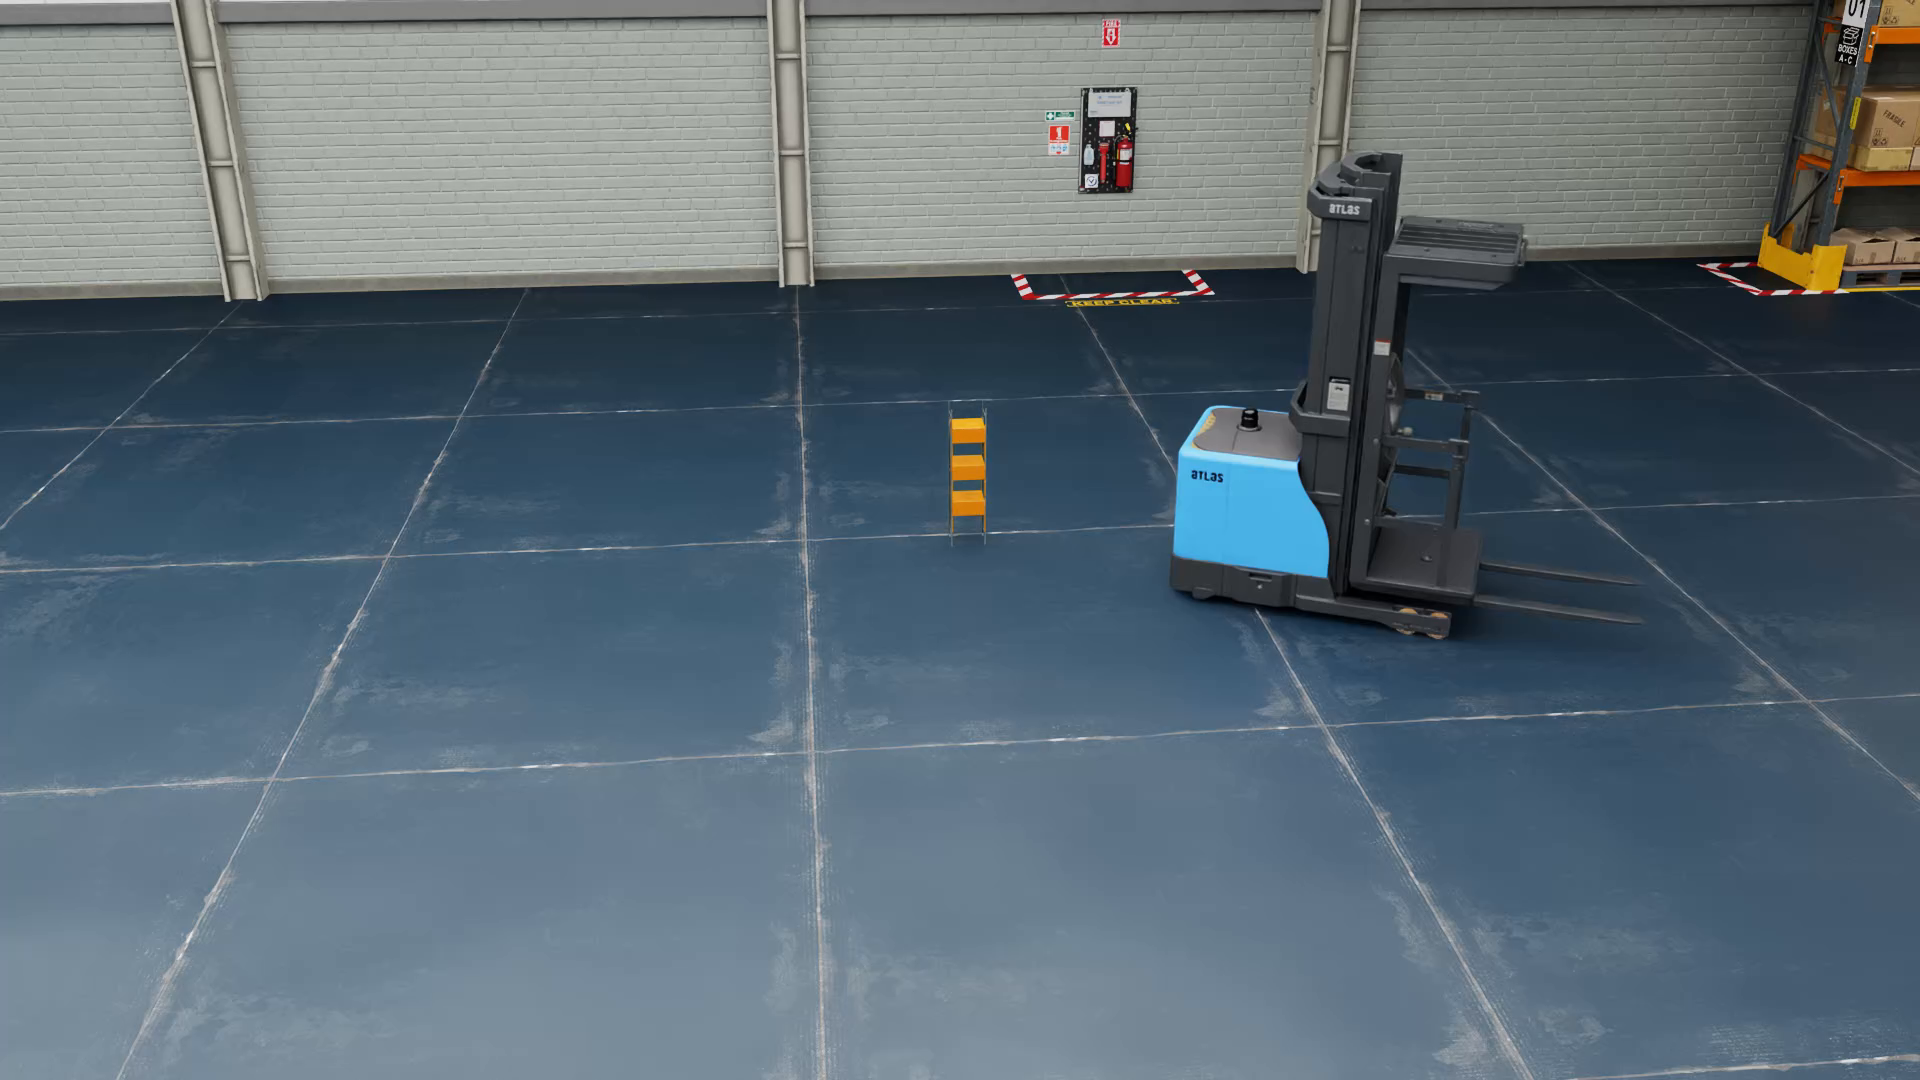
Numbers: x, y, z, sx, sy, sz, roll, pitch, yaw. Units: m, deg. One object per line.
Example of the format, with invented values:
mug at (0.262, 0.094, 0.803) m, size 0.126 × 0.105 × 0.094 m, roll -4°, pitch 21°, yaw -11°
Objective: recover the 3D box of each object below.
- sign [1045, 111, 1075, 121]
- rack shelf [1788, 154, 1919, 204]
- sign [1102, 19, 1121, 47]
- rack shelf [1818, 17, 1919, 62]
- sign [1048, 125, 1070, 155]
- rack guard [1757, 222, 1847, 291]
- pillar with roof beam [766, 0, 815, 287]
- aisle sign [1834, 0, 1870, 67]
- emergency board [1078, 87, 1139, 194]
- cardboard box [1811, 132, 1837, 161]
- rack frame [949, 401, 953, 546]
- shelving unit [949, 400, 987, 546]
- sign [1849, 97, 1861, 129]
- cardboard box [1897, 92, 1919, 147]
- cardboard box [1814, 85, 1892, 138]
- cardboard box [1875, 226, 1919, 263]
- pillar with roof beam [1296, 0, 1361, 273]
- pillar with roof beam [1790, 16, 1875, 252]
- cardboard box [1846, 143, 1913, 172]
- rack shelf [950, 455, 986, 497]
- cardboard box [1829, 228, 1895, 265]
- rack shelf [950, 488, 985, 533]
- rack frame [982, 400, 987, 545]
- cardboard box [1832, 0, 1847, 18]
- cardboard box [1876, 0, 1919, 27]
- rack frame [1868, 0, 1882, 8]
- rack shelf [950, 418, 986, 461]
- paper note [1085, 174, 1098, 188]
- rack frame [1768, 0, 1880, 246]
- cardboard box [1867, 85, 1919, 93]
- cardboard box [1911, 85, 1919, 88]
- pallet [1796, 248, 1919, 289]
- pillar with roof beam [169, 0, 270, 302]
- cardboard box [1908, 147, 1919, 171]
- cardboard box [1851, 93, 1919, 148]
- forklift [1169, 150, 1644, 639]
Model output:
sign at (1.112, -4.705, 18.445) m, size 0.331 × 0.109 × 0.001 m, roll -2°, pitch 24°, yaw -5°
rack shelf at (11.479, -4.126, 18.726) m, size 4.000 × 0.370 × 1.077 m, roll -2°, pitch 24°, yaw -5°
sign at (1.649, -5.529, 18.143) m, size 0.199 × 0.298 × 0.001 m, roll -2°, pitch 24°, yaw -5°
rack shelf at (11.479, -5.497, 18.117) m, size 4.000 × 0.370 × 1.077 m, roll -2°, pitch 24°, yaw -5°
sign at (1.106, -4.466, 18.560) m, size 0.234 × 0.329 × 0.001 m, roll -2°, pitch 24°, yaw -5°
rack guard at (9.565, -3.236, 18.915) m, size 0.348 × 0.500 × 1.175 m, roll -2°, pitch 24°, yaw -5°
pillar with roof beam at (-1.418, -5.275, 13.039) m, size 0.400 × 9.000 × 9.100 m, roll -2°, pitch 24°, yaw -5°
aisle sign at (9.447, -5.439, 17.593) m, size 0.004 × 0.787 × 0.394 m, roll -2°, pitch 24°, yaw -5°
emergency board at (1.667, -4.430, 18.524) m, size 0.643 × 1.169 × 0.194 m, roll -2°, pitch 24°, yaw -5°
cardboard box at (9.935, -4.413, 18.645) m, size 0.500 × 0.250 × 0.500 m, roll -2°, pitch 24°, yaw -4°
rack frame at (-0.068, -0.477, 12.031) m, size 0.008 × 1.050 × 0.200 m, roll -2°, pitch 24°, yaw -5°
shelving unit at (0.053, -0.482, 12.042) m, size 0.252 × 1.050 × 0.215 m, roll -2°, pitch 24°, yaw -5°
sign at (9.542, -4.551, 17.731) m, size 0.005 × 0.325 × 0.100 m, roll -2°, pitch 24°, yaw -5°
cardboard box at (10.486, -4.572, 18.079) m, size 0.500 × 0.500 × 0.500 m, roll -2°, pitch 24°, yaw -5°
cardboard box at (9.937, -4.763, 18.510) m, size 0.500 × 0.500 × 0.500 m, roll -3°, pitch 24°, yaw -6°
cardboard box at (10.754, -3.361, 18.888) m, size 0.500 × 0.311 × 0.500 m, roll 0°, pitch 24°, yaw -1°
pillar with roof beam at (4.553, -5.515, 13.577) m, size 0.400 × 9.000 × 9.100 m, roll -2°, pitch 24°, yaw -5°
pillar with roof beam at (10.524, -5.754, 14.116) m, size 0.400 × 9.000 × 9.100 m, roll -2°, pitch 24°, yaw -5°
cardboard box at (10.006, -4.207, 18.182) m, size 0.500 × 0.250 × 0.500 m, roll -3°, pitch 24°, yaw -7°
rack shelf at (0.053, -0.472, 12.046) m, size 0.240 × 0.259 × 0.215 m, roll -2°, pitch 24°, yaw -5°
cardboard box at (10.186, -3.339, 18.837) m, size 0.500 × 0.311 × 0.500 m, roll -5°, pitch 24°, yaw -11°
rack shelf at (0.053, -0.218, 12.159) m, size 0.240 × 0.259 × 0.215 m, roll -2°, pitch 24°, yaw -5°
rack frame at (0.175, -0.487, 12.053) m, size 0.008 × 1.050 × 0.200 m, roll -2°, pitch 24°, yaw -5°
cardboard box at (9.879, -5.920, 18.034) m, size 0.500 × 0.500 × 0.500 m, roll -1°, pitch 24°, yaw -1°
cardboard box at (9.846, -5.713, 17.569) m, size 0.500 × 0.500 × 0.500 m, roll -2°, pitch 24°, yaw -4°
rack frame at (9.489, -7.117, 17.182) m, size 0.127 × 3.000 × 1.000 m, roll -2°, pitch 24°, yaw -5°
rack shelf at (0.053, -0.732, 11.931) m, size 0.240 × 0.259 × 0.215 m, roll -2°, pitch 24°, yaw -5°
paper note at (1.484, -4.048, 18.749) m, size 0.142 × 0.148 × 0.016 m, roll -2°, pitch 24°, yaw -5°
rack frame at (9.489, -4.375, 18.400) m, size 0.127 × 3.000 × 1.000 m, roll -2°, pitch 24°, yaw -5°
cardboard box at (10.439, -4.779, 18.546) m, size 0.500 × 0.500 × 0.500 m, roll -2°, pitch 24°, yaw -4°
cardboard box at (10.953, -4.802, 18.597) m, size 0.500 × 0.500 × 0.500 m, roll -3°, pitch 24°, yaw -7°
pallet at (10.376, -3.122, 19.014) m, size 1.213 × 0.211 × 1.003 m, roll -2°, pitch 24°, yaw -5°
pillar with roof beam at (-7.389, -5.035, 12.500) m, size 0.400 × 9.000 × 9.100 m, roll -2°, pitch 24°, yaw -5°
cardboard box at (10.521, -4.233, 18.241) m, size 0.500 × 0.250 × 0.500 m, roll -3°, pitch 24°, yaw -7°
cardboard box at (9.994, -4.556, 18.044) m, size 0.500 × 0.500 × 0.500 m, roll -2°, pitch 24°, yaw -5°
forklift at (3.007, -0.940, 10.757) m, size 3.031 × 2.935 × 1.130 m, roll 8°, pitch 25°, yaw 18°
